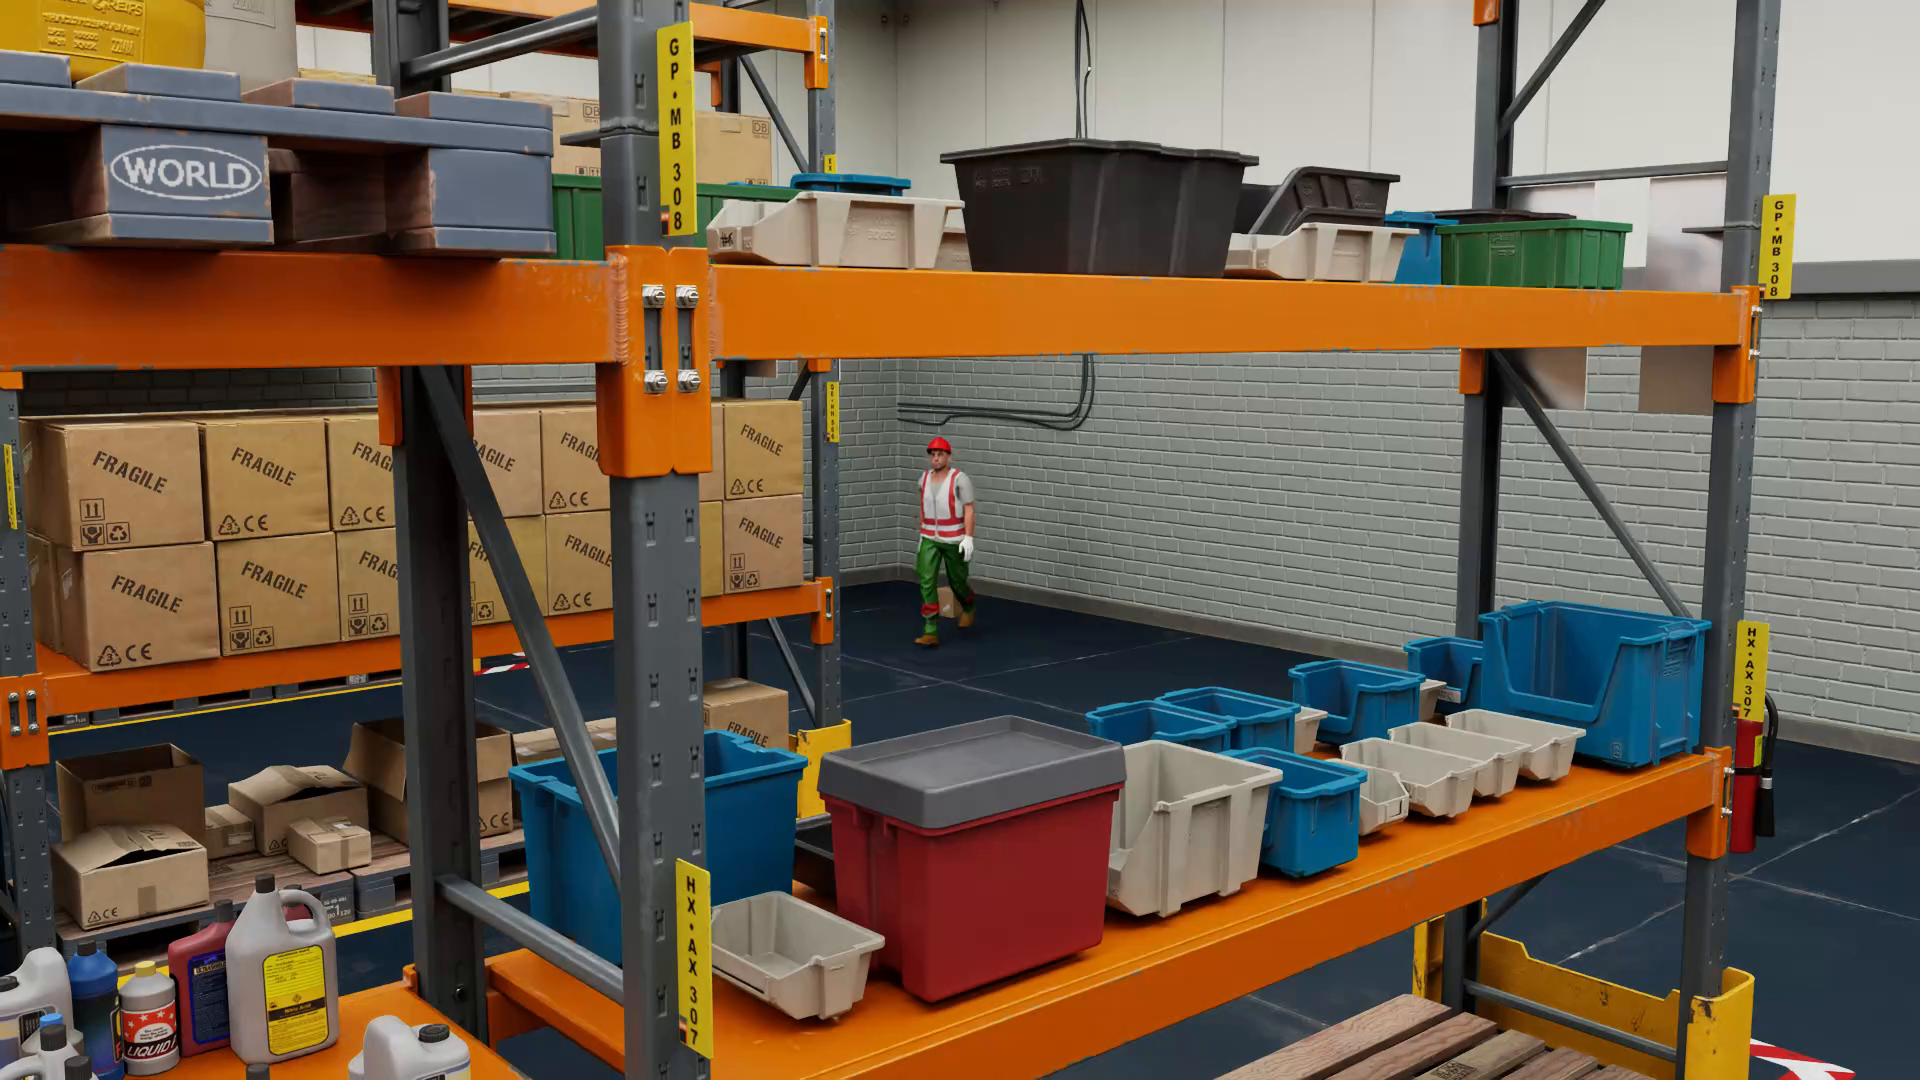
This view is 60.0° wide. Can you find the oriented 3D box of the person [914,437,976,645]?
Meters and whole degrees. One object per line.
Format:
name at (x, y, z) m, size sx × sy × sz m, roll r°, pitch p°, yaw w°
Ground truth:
person at (-0.106, -0.006, 14.234) m, size 0.571 × 1.758 × 0.974 m, roll 3°, pitch 8°, yaw 22°
